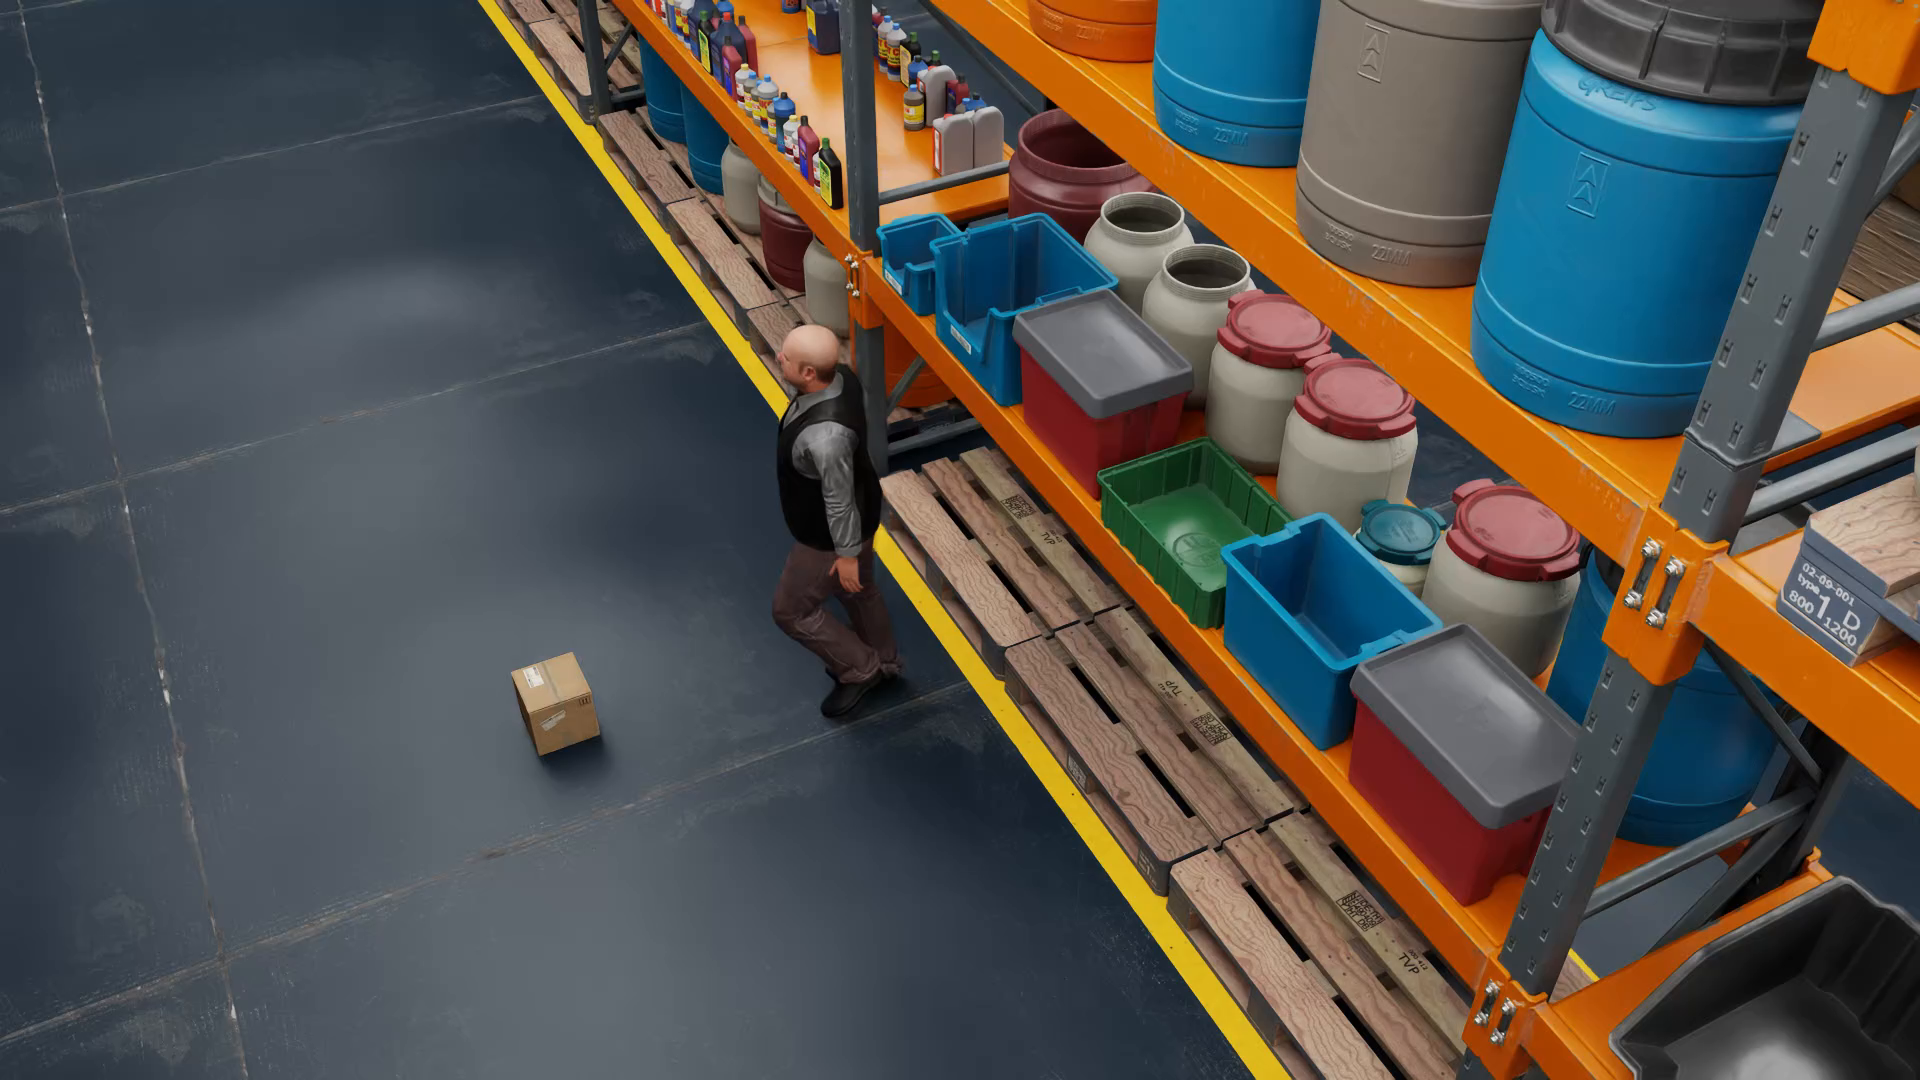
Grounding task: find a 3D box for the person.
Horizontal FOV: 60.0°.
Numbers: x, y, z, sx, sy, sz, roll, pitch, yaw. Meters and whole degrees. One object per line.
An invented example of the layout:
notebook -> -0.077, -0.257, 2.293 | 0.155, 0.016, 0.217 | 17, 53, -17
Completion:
person -> -0.471, -0.073, 6.251 | 0.485, 1.711, 0.551 | 2, 41, 3
